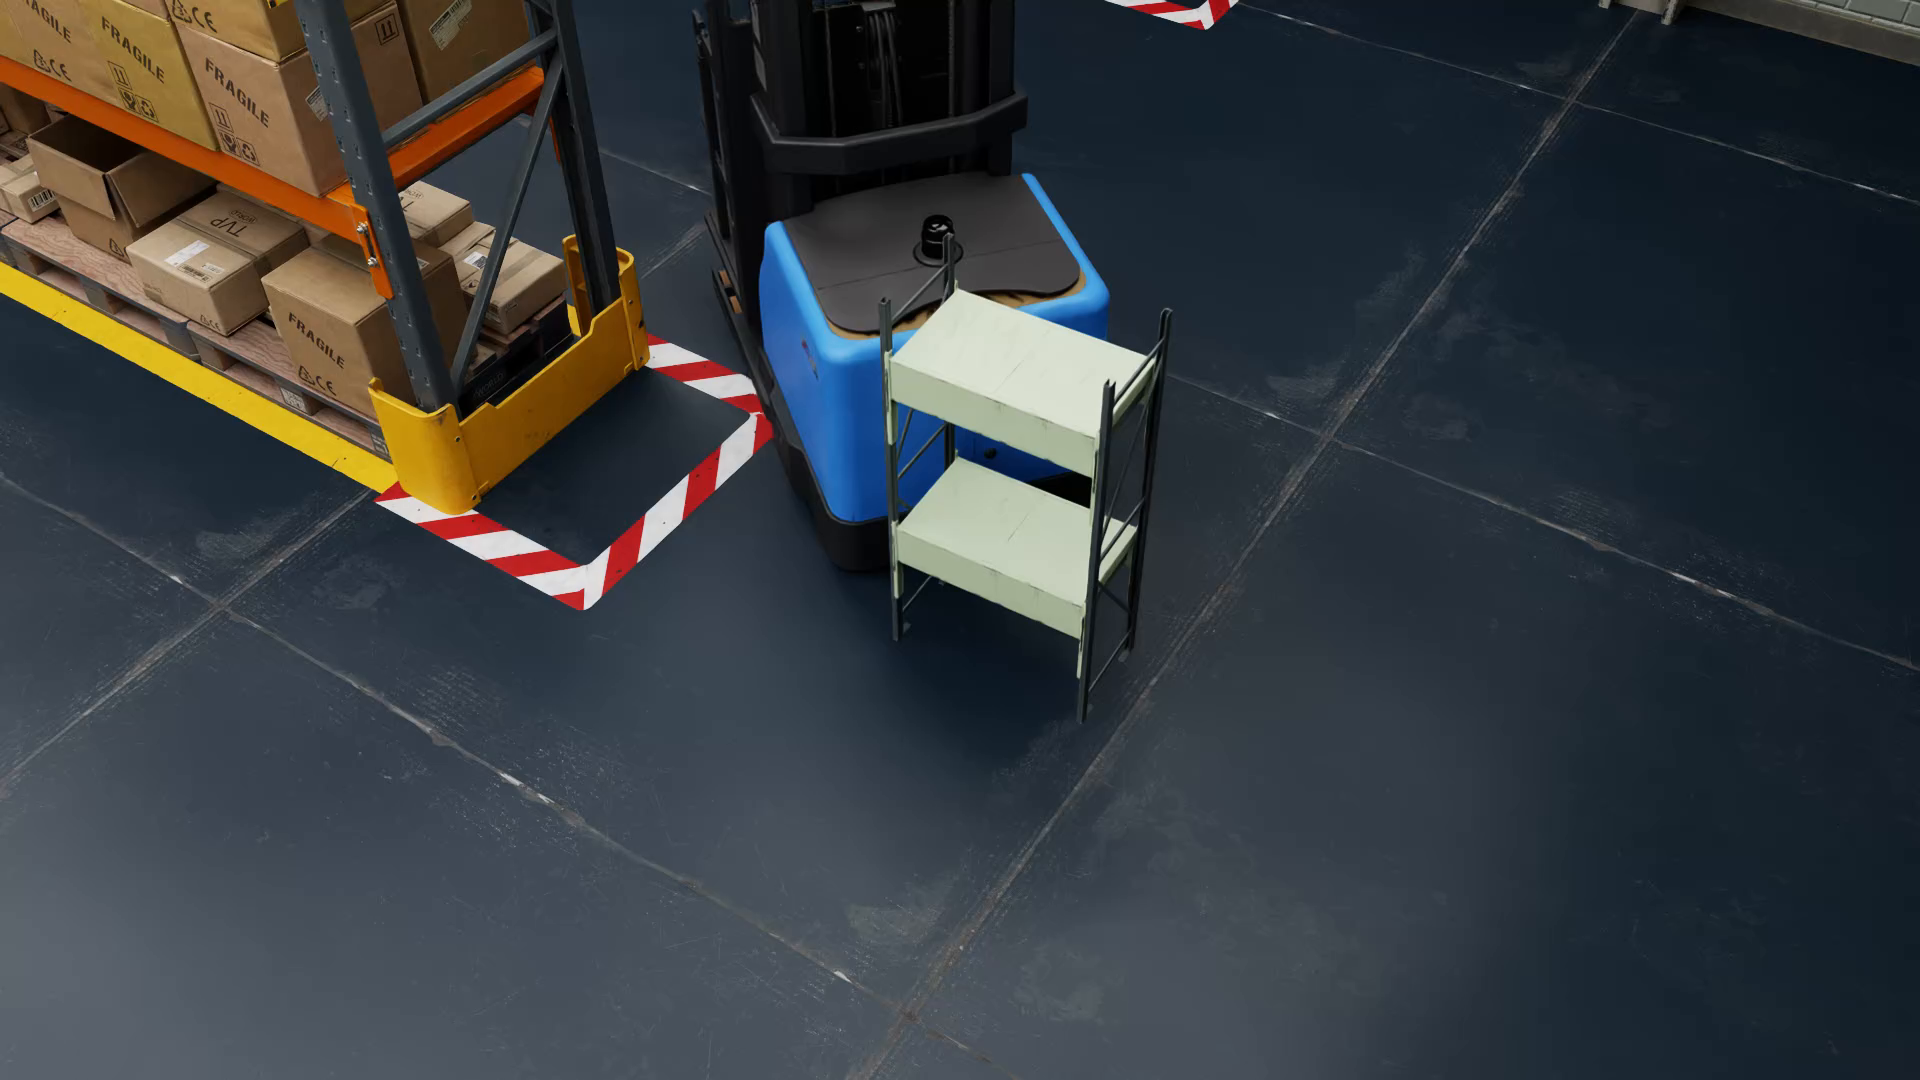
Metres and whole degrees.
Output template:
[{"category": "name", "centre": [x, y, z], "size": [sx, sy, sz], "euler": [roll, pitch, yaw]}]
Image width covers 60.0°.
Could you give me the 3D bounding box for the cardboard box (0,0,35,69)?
[{"category": "cardboard box", "centre": [-3.478, -2.146, 6.174], "size": [0.500, 0.500, 0.500], "euler": [24, 50, 22]}]

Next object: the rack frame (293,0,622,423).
[{"category": "rack frame", "centre": [-1.674, -1.511, 5.627], "size": [0.127, 3.000, 1.000], "euler": [25, 51, 22]}]

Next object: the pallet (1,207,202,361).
[{"category": "pallet", "centre": [-3.433, -1.350, 7.415], "size": [1.213, 0.211, 1.003], "euler": [25, 51, 22]}]

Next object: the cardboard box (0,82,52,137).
[{"category": "cardboard box", "centre": [-4.409, -2.293, 7.823], "size": [0.500, 0.500, 0.500], "euler": [25, 51, 22]}]

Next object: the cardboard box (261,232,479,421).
[{"category": "cardboard box", "centre": [-2.265, -0.855, 6.426], "size": [0.500, 0.500, 0.500], "euler": [25, 51, 22]}]

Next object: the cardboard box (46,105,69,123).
[{"category": "cardboard box", "centre": [-3.777, -1.937, 7.608], "size": [0.500, 0.311, 0.500], "euler": [25, 51, 22]}]

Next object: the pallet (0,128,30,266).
[{"category": "pallet", "centre": [-4.464, -1.822, 7.873], "size": [1.213, 0.211, 1.003], "euler": [25, 51, 22]}]

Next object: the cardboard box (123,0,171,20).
[{"category": "cardboard box", "centre": [-2.623, -2.096, 5.428], "size": [0.500, 0.500, 0.500], "euler": [26, 51, 23]}]

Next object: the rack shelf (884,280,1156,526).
[{"category": "rack shelf", "centre": [0.189, -0.427, 5.075], "size": [0.720, 0.370, 0.431], "euler": [23, 50, 21]}]

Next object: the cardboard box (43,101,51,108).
[{"category": "cardboard box", "centre": [-4.061, -2.061, 7.843], "size": [0.250, 0.149, 0.380], "euler": [25, 51, 22]}]

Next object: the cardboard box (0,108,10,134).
[{"category": "cardboard box", "centre": [-4.805, -1.983, 7.654], "size": [0.500, 0.311, 0.500], "euler": [25, 51, 22]}]

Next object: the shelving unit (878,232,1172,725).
[{"category": "shelving unit", "centre": [0.189, -0.155, 5.355], "size": [0.755, 1.500, 0.431], "euler": [23, 50, 21]}]

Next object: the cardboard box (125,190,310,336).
[{"category": "cardboard box", "centre": [-3.049, -1.154, 6.890], "size": [0.500, 0.250, 0.500], "euler": [25, 51, 22]}]

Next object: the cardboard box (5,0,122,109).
[{"category": "cardboard box", "centre": [-3.054, -1.950, 5.984], "size": [0.500, 0.500, 0.500], "euler": [25, 51, 22]}]

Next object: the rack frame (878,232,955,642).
[{"category": "rack frame", "centre": [-0.127, -0.288, 5.484], "size": [0.023, 1.500, 0.400], "euler": [23, 50, 21]}]

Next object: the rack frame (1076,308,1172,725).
[{"category": "rack frame", "centre": [0.505, -0.023, 5.227], "size": [0.023, 1.500, 0.400], "euler": [23, 50, 21]}]

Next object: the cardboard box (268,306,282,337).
[{"category": "cardboard box", "centre": [-2.557, -0.950, 6.751], "size": [0.250, 0.166, 0.380], "euler": [25, 51, 22]}]

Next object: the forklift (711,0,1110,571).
[{"category": "forklift", "centre": [-0.434, -1.987, 6.137], "size": [1.130, 2.935, 3.031], "euler": [-14, 47, -13]}]

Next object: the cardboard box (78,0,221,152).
[{"category": "cardboard box", "centre": [-2.637, -1.754, 5.793], "size": [0.500, 0.500, 0.500], "euler": [25, 51, 22]}]

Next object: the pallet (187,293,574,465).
[{"category": "pallet", "centre": [-2.410, -0.877, 6.955], "size": [1.213, 0.211, 1.003], "euler": [25, 51, 22]}]

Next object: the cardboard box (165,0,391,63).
[{"category": "cardboard box", "centre": [-2.197, -1.901, 5.239], "size": [0.500, 0.500, 0.500], "euler": [24, 51, 22]}]

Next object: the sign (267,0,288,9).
[{"category": "sign", "centre": [-1.991, -1.698, 4.780], "size": [0.005, 0.325, 0.100], "euler": [25, 51, 22]}]

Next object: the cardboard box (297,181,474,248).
[{"category": "cardboard box", "centre": [-2.400, -1.282, 7.014], "size": [0.500, 0.250, 0.500], "euler": [25, 51, 22]}]

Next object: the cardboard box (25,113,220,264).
[{"category": "cardboard box", "centre": [-3.457, -1.619, 7.166], "size": [0.637, 0.503, 0.797], "euler": [25, 51, 22]}]

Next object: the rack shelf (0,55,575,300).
[{"category": "rack shelf", "centre": [-3.358, -2.035, 6.637], "size": [4.000, 0.370, 1.077], "euler": [25, 51, 22]}]

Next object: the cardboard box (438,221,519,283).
[{"category": "cardboard box", "centre": [-2.052, -1.144, 6.939], "size": [0.250, 0.166, 0.380], "euler": [25, 51, 22]}]

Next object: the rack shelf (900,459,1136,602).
[{"category": "rack shelf", "centre": [0.189, 0.004, 5.519], "size": [0.686, 0.124, 0.368], "euler": [23, 50, 21]}]
